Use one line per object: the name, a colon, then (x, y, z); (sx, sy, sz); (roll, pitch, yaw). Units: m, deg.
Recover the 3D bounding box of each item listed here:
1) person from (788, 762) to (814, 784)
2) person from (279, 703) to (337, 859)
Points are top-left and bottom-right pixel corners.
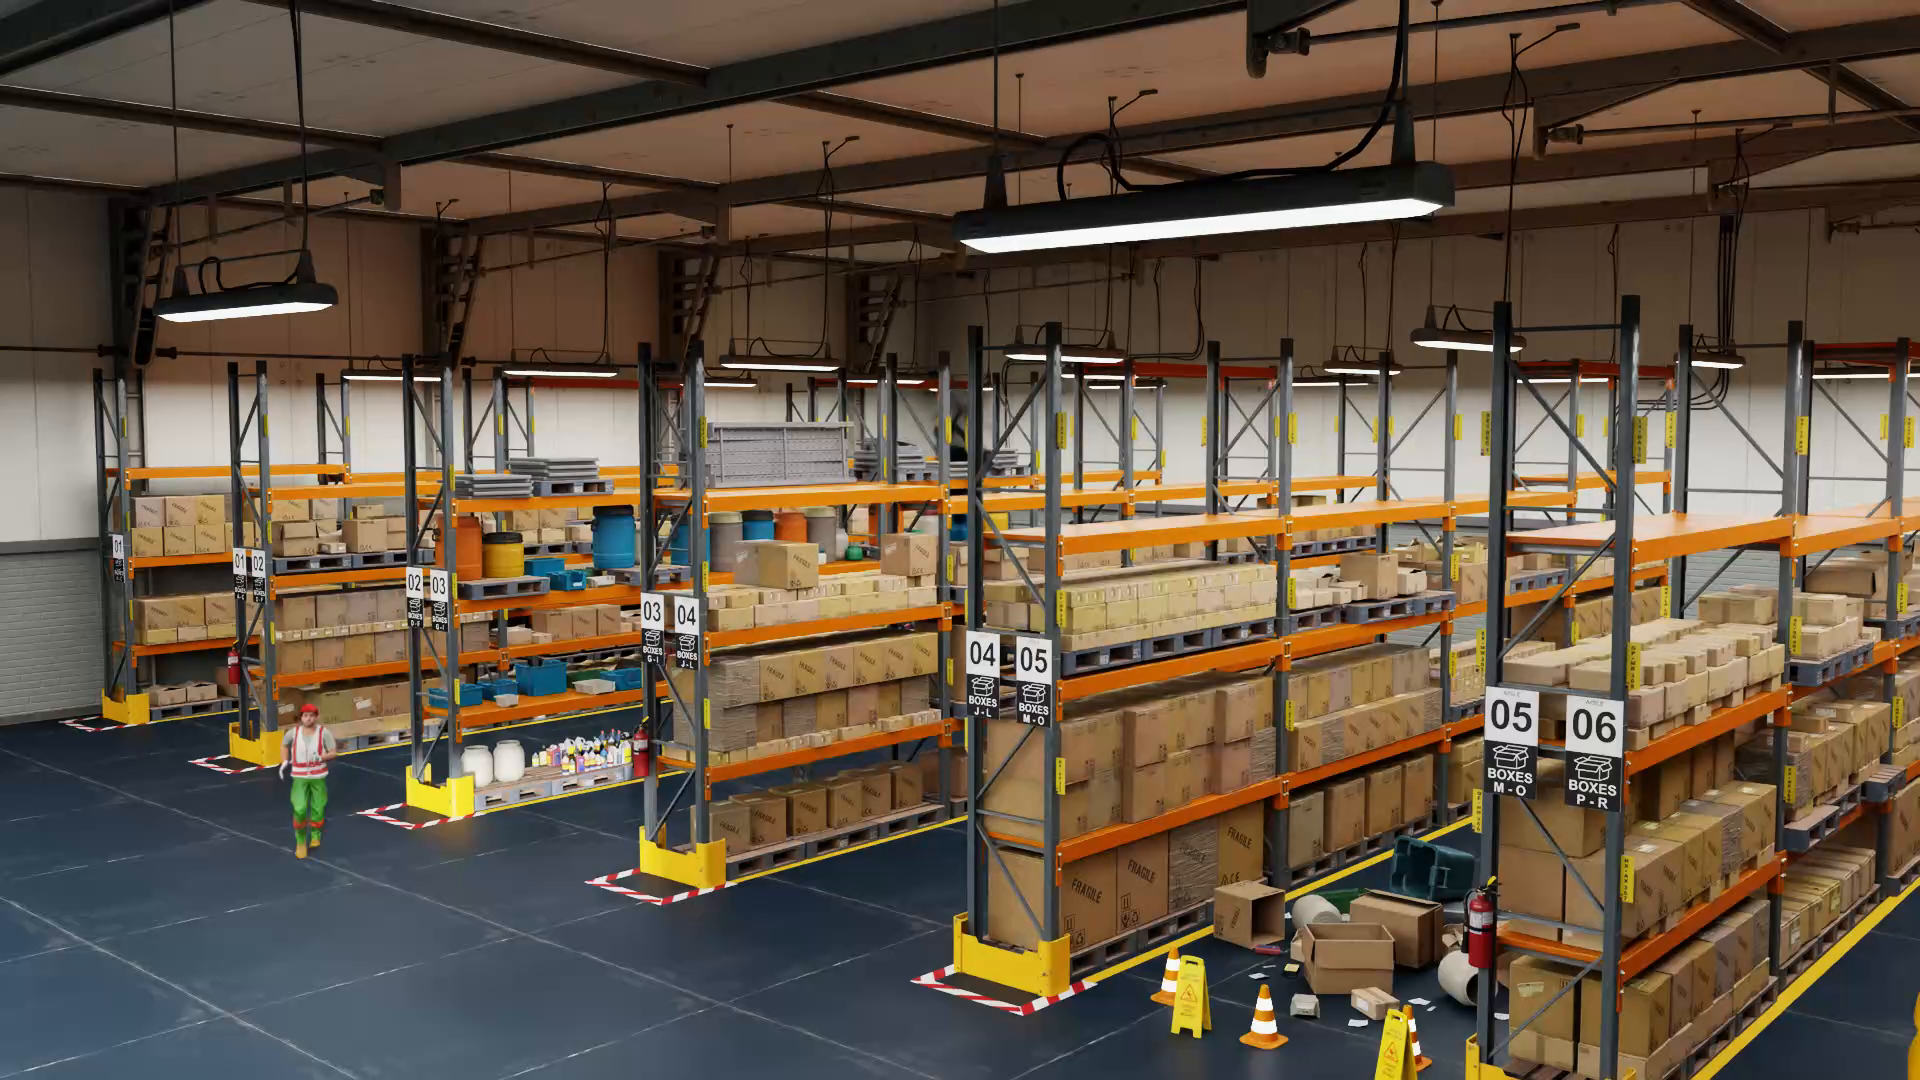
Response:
person: (-2.218, 2.638, 22.862); (0.593, 1.660, 0.624); (2, 5, 28)
person: (-7.679, 2.831, 19.606); (0.645, 1.816, 0.739); (-2, 4, -21)
